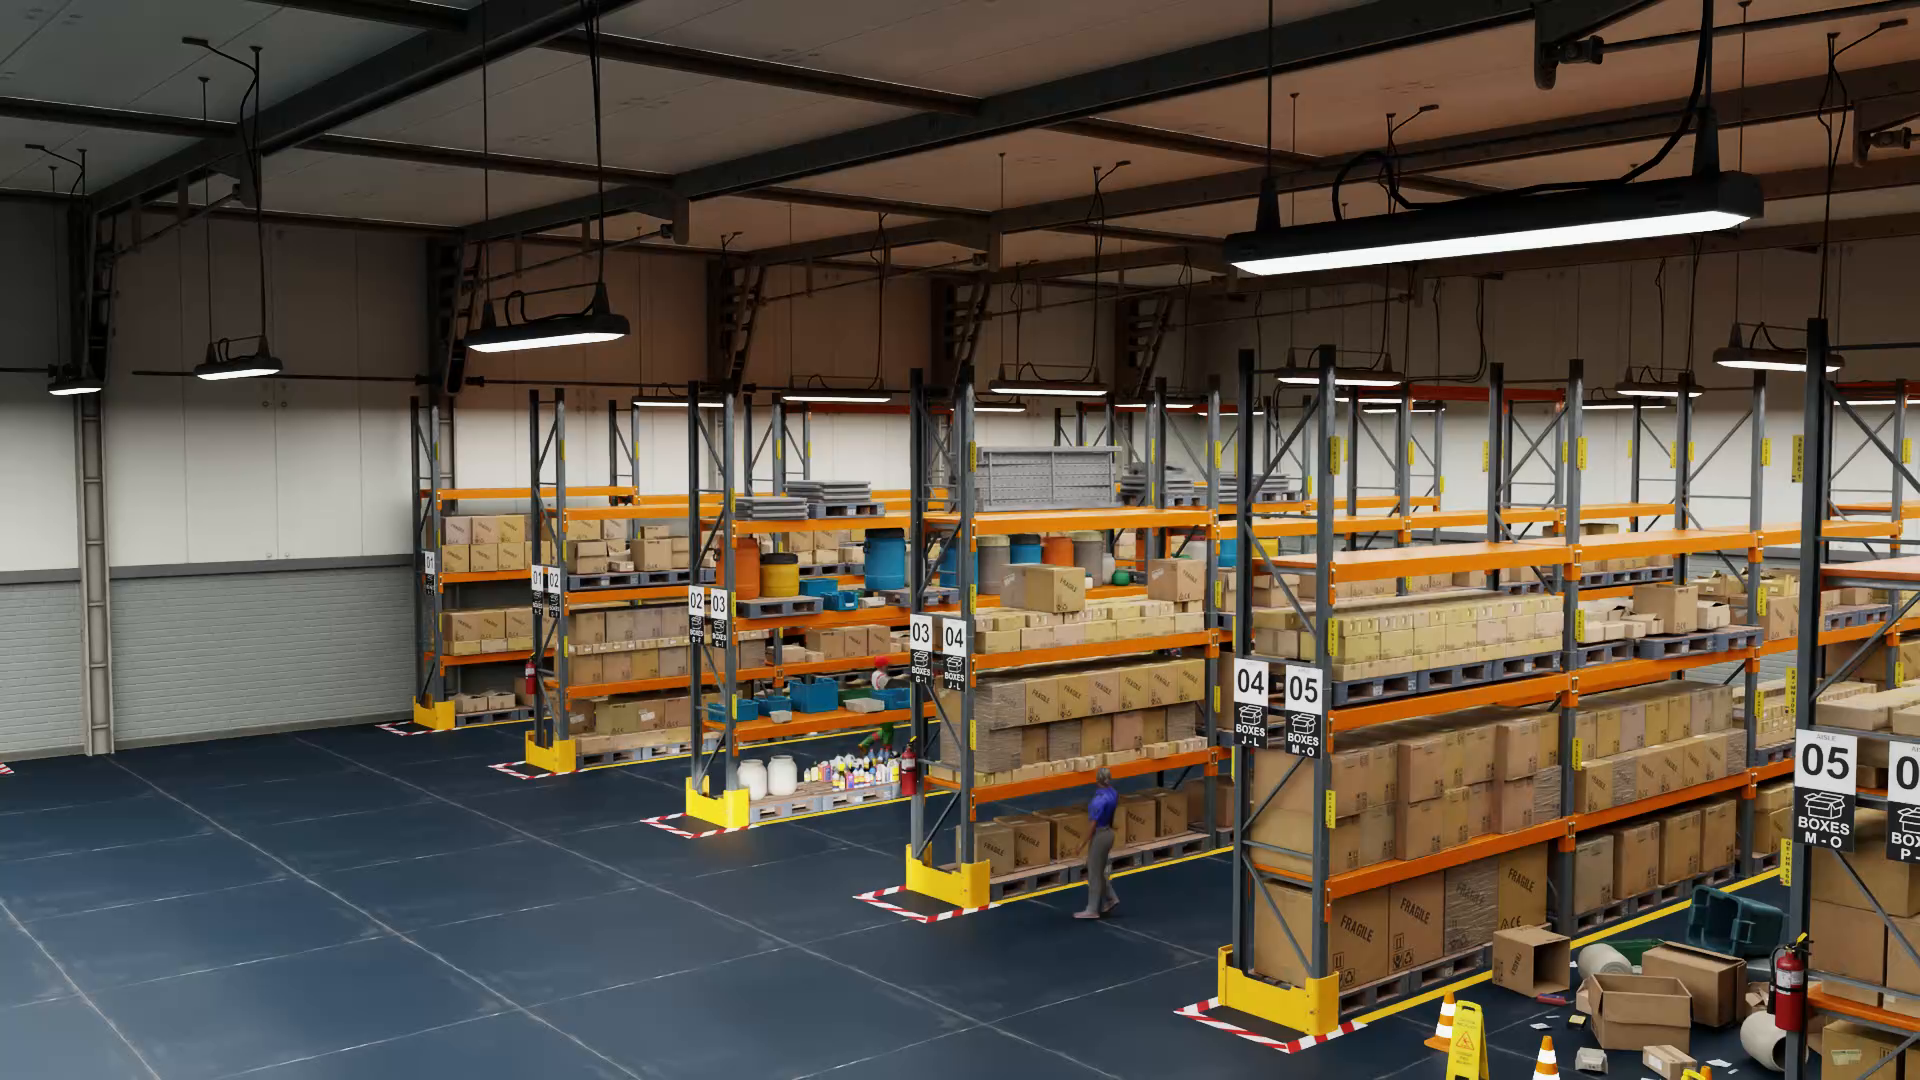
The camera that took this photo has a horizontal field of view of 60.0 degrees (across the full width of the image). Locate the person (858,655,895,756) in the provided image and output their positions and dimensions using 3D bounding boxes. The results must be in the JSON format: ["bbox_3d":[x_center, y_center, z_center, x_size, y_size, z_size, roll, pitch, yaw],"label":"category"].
[{"bbox_3d":[-1.269,2.705,26.523,0.724,1.774,0.559,0,3,-6],"label":"person"}]

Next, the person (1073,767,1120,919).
[{"bbox_3d":[1.483,3.280,18.046,0.475,1.676,0.532,1,3,15],"label":"person"}]
